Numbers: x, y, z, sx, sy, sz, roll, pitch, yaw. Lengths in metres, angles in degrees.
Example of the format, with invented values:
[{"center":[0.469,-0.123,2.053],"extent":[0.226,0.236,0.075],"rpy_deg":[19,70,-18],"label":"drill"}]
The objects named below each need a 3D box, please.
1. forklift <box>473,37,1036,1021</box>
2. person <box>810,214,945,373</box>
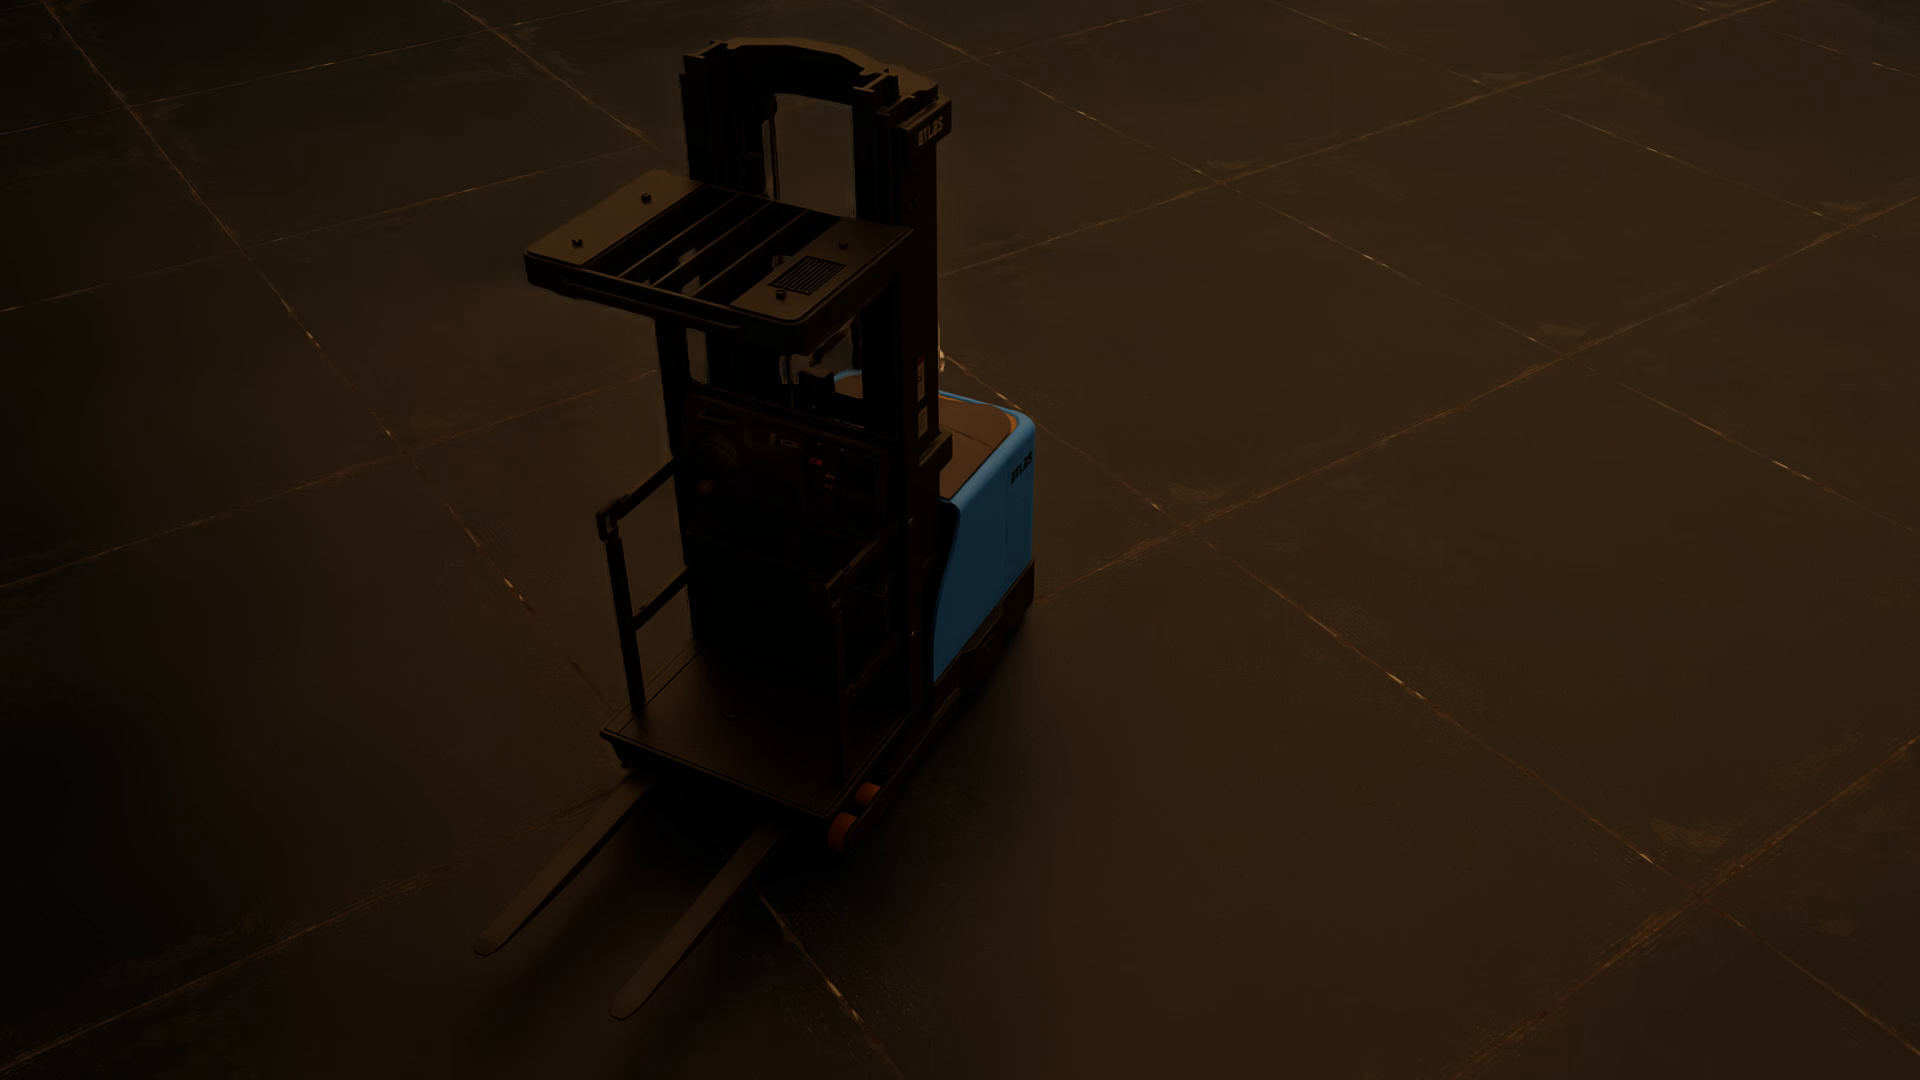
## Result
[{"center":[-0.774,-0.220,6.242],"extent":[1.130,2.935,3.031],"rpy_deg":[17,40,22],"label":"forklift"},{"center":[-0.415,-0.918,8.310],"extent":[0.893,1.602,0.605],"rpy_deg":[21,41,25],"label":"person"}]
